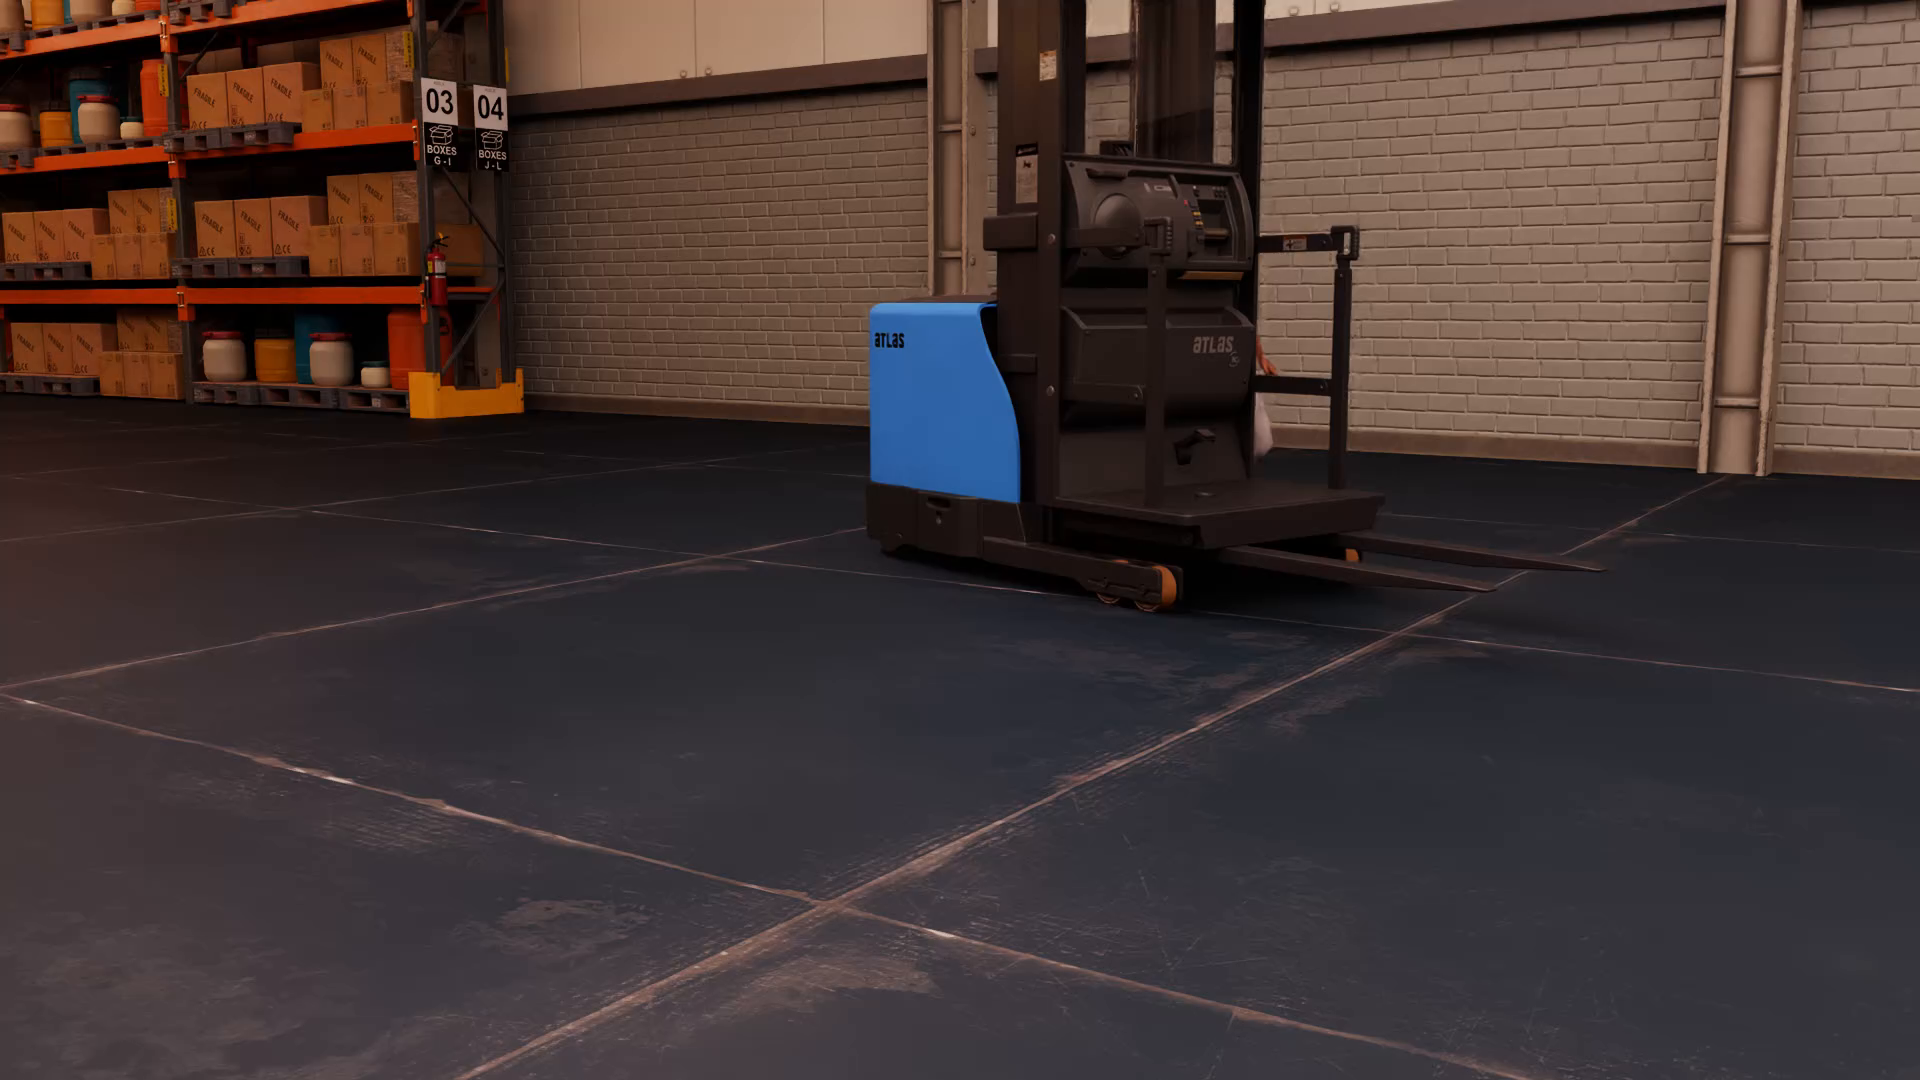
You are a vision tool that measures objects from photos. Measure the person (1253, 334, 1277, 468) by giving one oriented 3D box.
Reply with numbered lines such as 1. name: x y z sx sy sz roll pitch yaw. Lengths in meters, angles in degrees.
1. person: 1.160 -0.791 7.396 0.713 1.507 0.697 -5 10 -33

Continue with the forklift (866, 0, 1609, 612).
1. forklift: 0.901 -1.277 6.172 1.130 2.935 3.031 -6 10 -38
